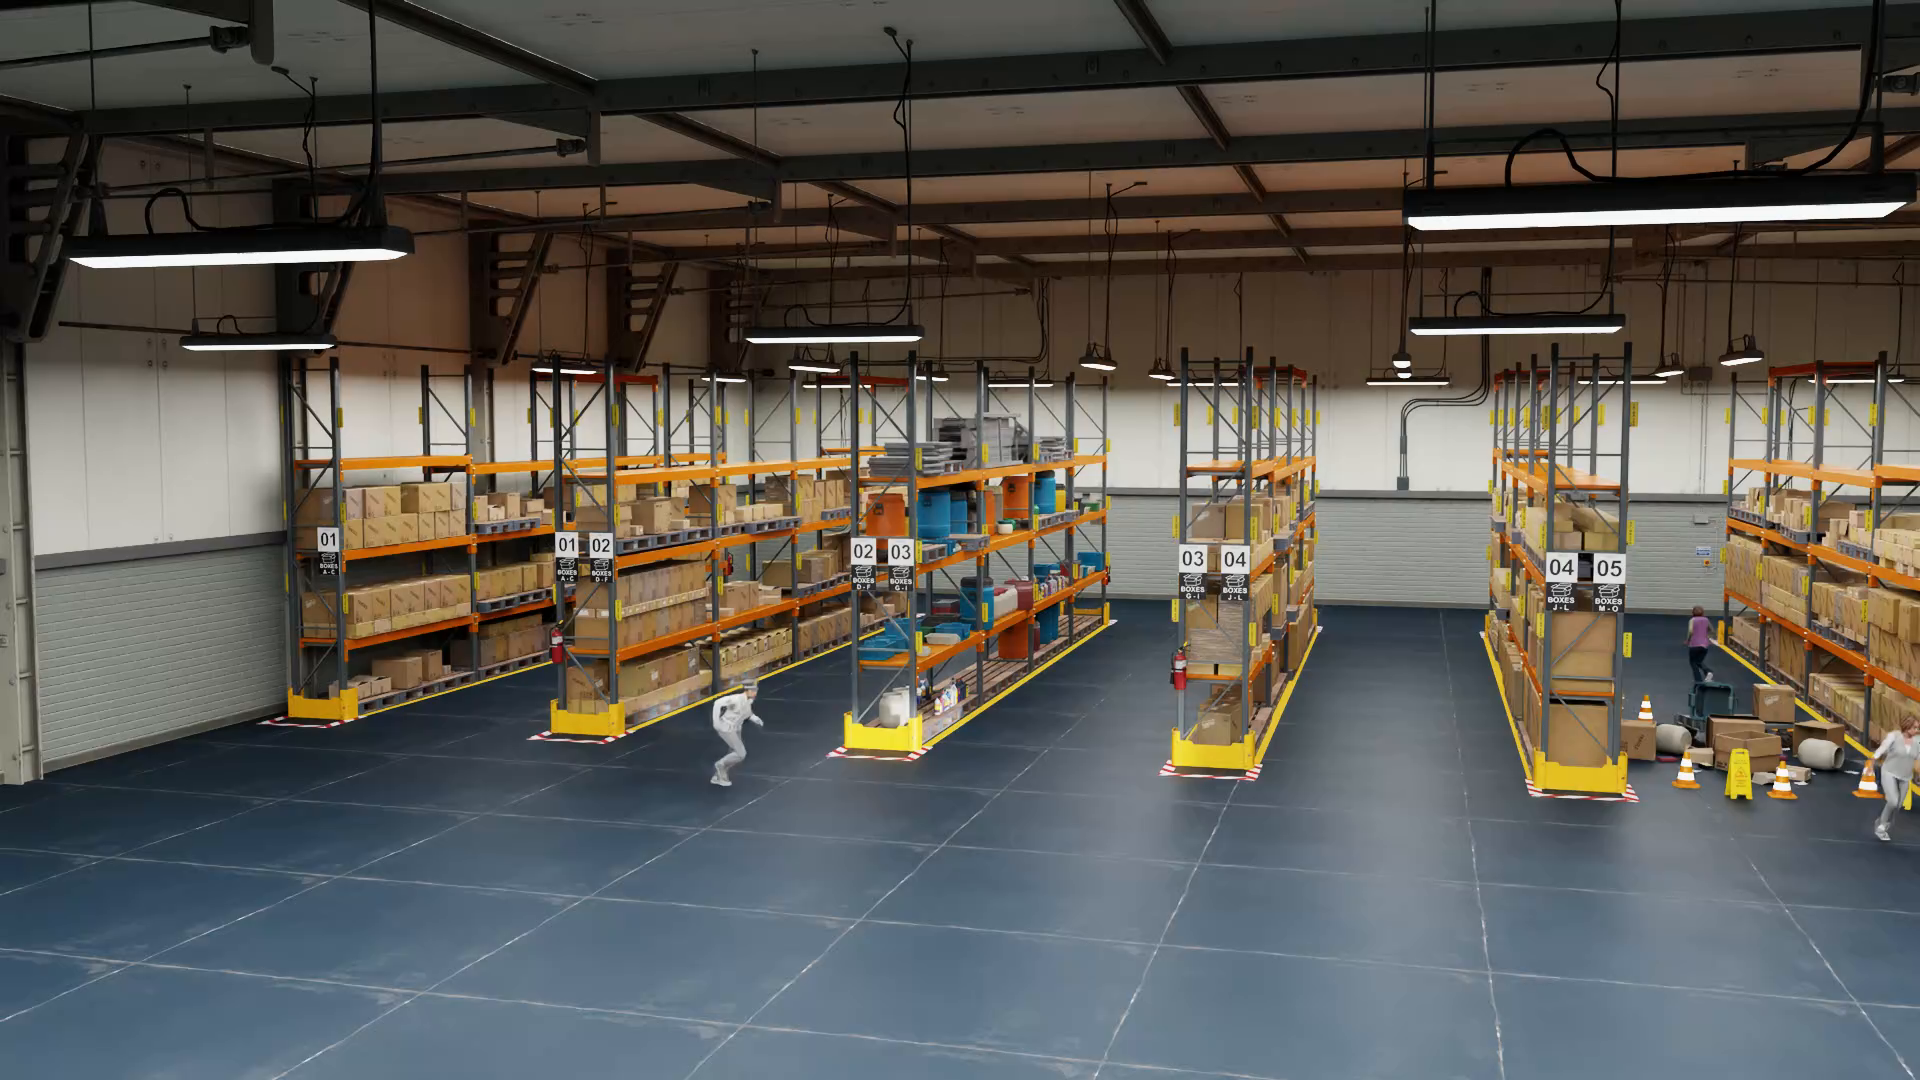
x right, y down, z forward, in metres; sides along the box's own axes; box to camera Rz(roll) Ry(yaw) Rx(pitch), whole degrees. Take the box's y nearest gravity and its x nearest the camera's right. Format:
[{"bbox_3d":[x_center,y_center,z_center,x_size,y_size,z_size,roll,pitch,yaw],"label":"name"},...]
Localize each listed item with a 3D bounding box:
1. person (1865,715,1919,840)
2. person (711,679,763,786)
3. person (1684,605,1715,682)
[{"bbox_3d":[11.024,2.804,19.520,0.527,1.534,0.685,0,4,-1],"label":"person"},{"bbox_3d":[-3.045,2.612,22.443,0.802,1.494,0.645,2,5,26],"label":"person"},{"bbox_3d":[13.746,1.985,30.816,0.539,1.534,0.574,0,4,-6],"label":"person"}]
